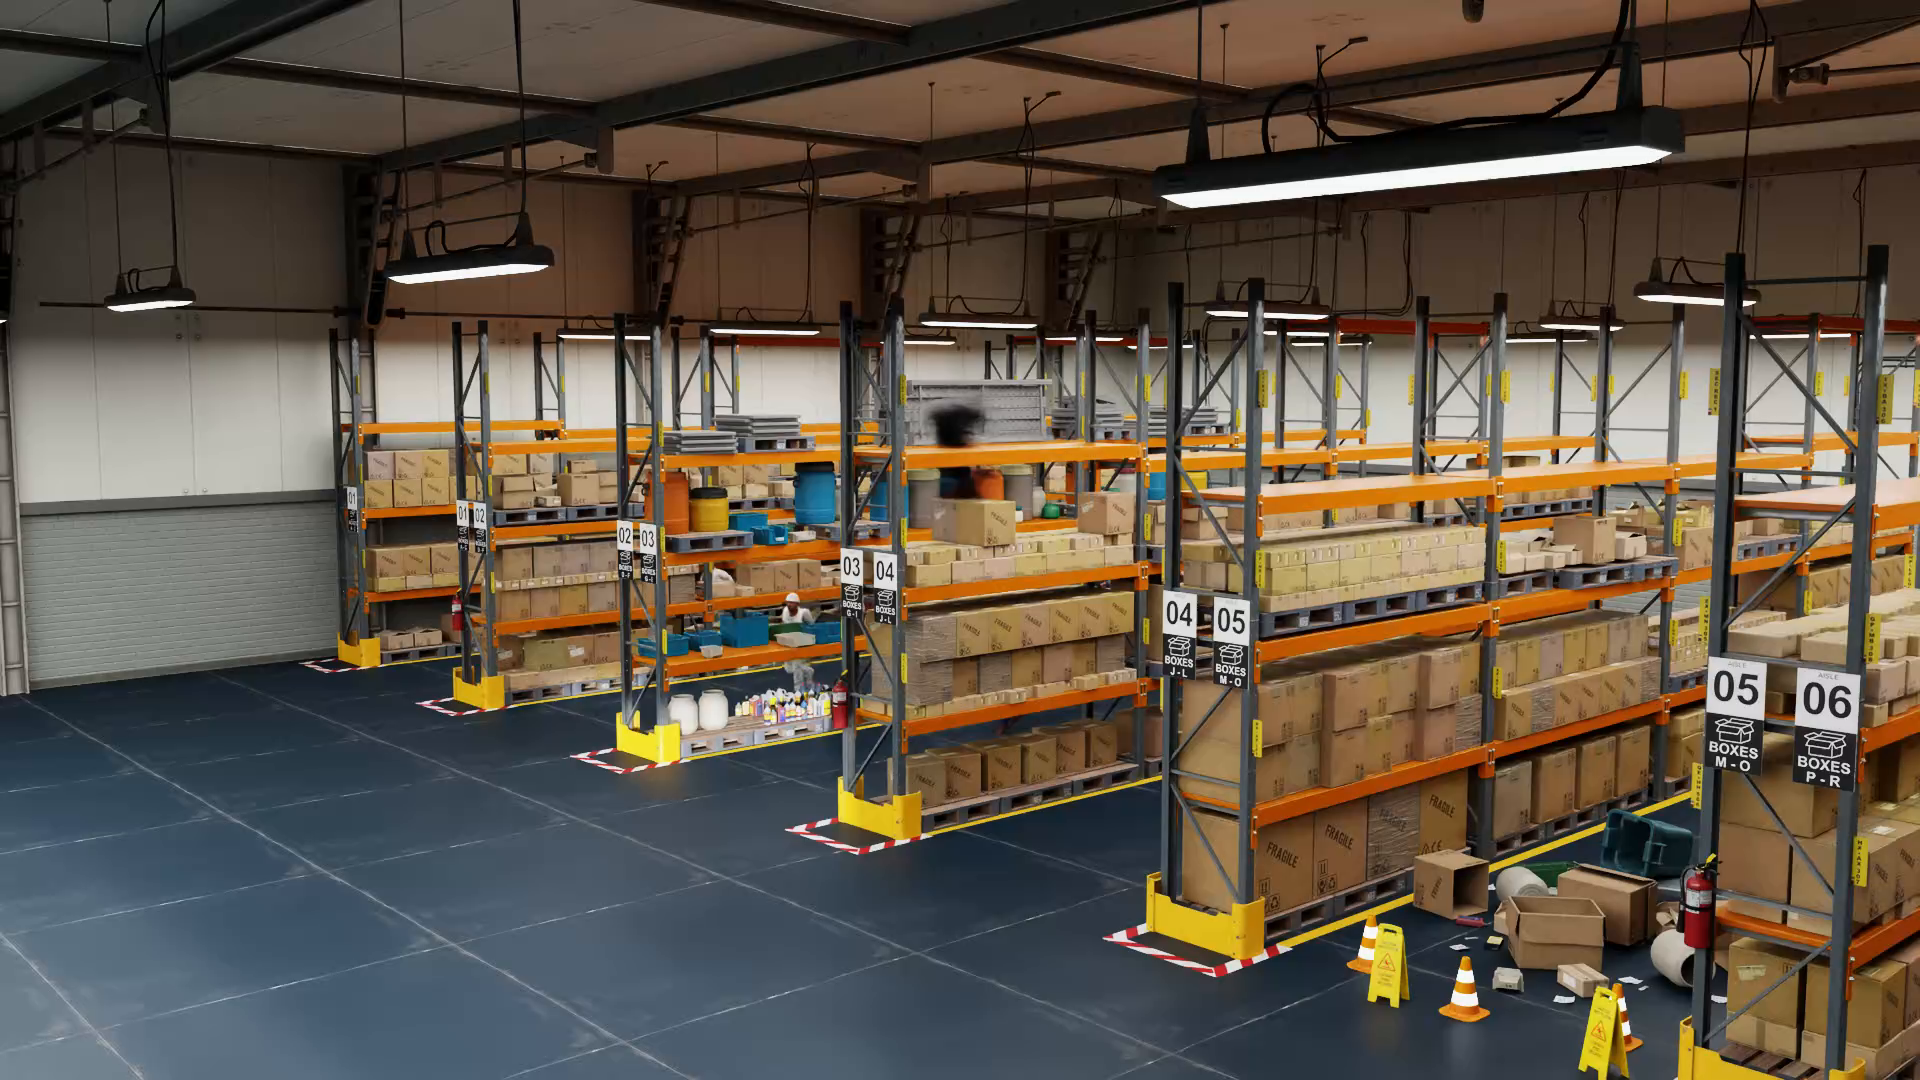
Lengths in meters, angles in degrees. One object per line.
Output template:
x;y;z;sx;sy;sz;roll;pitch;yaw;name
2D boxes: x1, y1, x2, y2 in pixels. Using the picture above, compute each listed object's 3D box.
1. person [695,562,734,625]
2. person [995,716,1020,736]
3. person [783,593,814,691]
-4.674;1.195;31.314;0.850;1.780;0.654;-5;7;-41;person
0.750;1.964;24.207;0.604;1.689;0.902;5;7;40;person
-2.576;1.678;26.723;0.685;1.710;0.696;3;7;31;person
